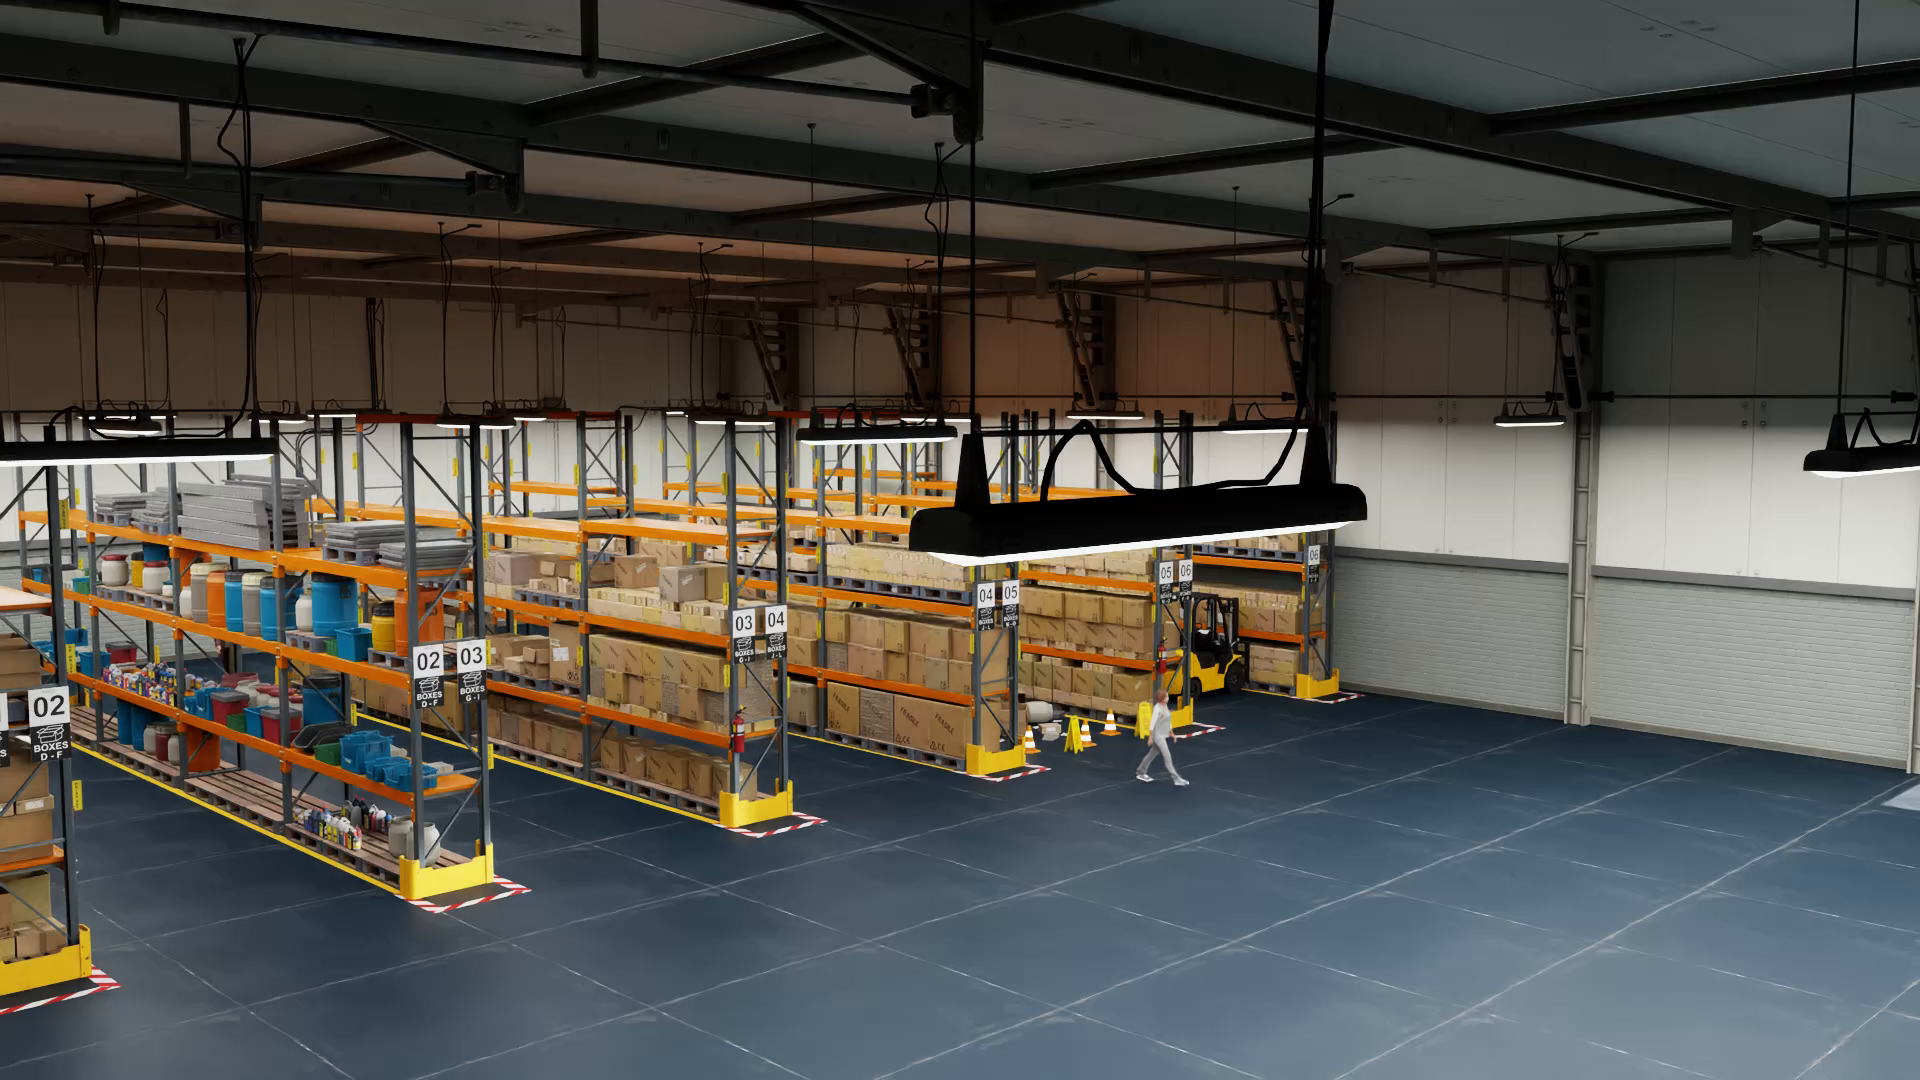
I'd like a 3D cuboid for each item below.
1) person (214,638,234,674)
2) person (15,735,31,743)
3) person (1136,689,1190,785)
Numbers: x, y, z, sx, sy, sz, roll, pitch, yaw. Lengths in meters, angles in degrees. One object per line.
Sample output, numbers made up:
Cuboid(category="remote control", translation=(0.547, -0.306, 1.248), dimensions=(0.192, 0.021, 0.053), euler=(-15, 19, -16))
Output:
Cuboid(category="person", translation=(-15.998, 2.300, 36.344), dimensions=(0.538, 1.720, 1.201), euler=(-1, 5, -16))
Cuboid(category="person", translation=(-13.301, 3.397, 23.515), dimensions=(0.614, 1.768, 0.554), euler=(-3, 6, -28))
Cuboid(category="person", translation=(3.309, 3.200, 26.997), dimensions=(0.969, 1.529, 0.453), euler=(2, 5, 21))
